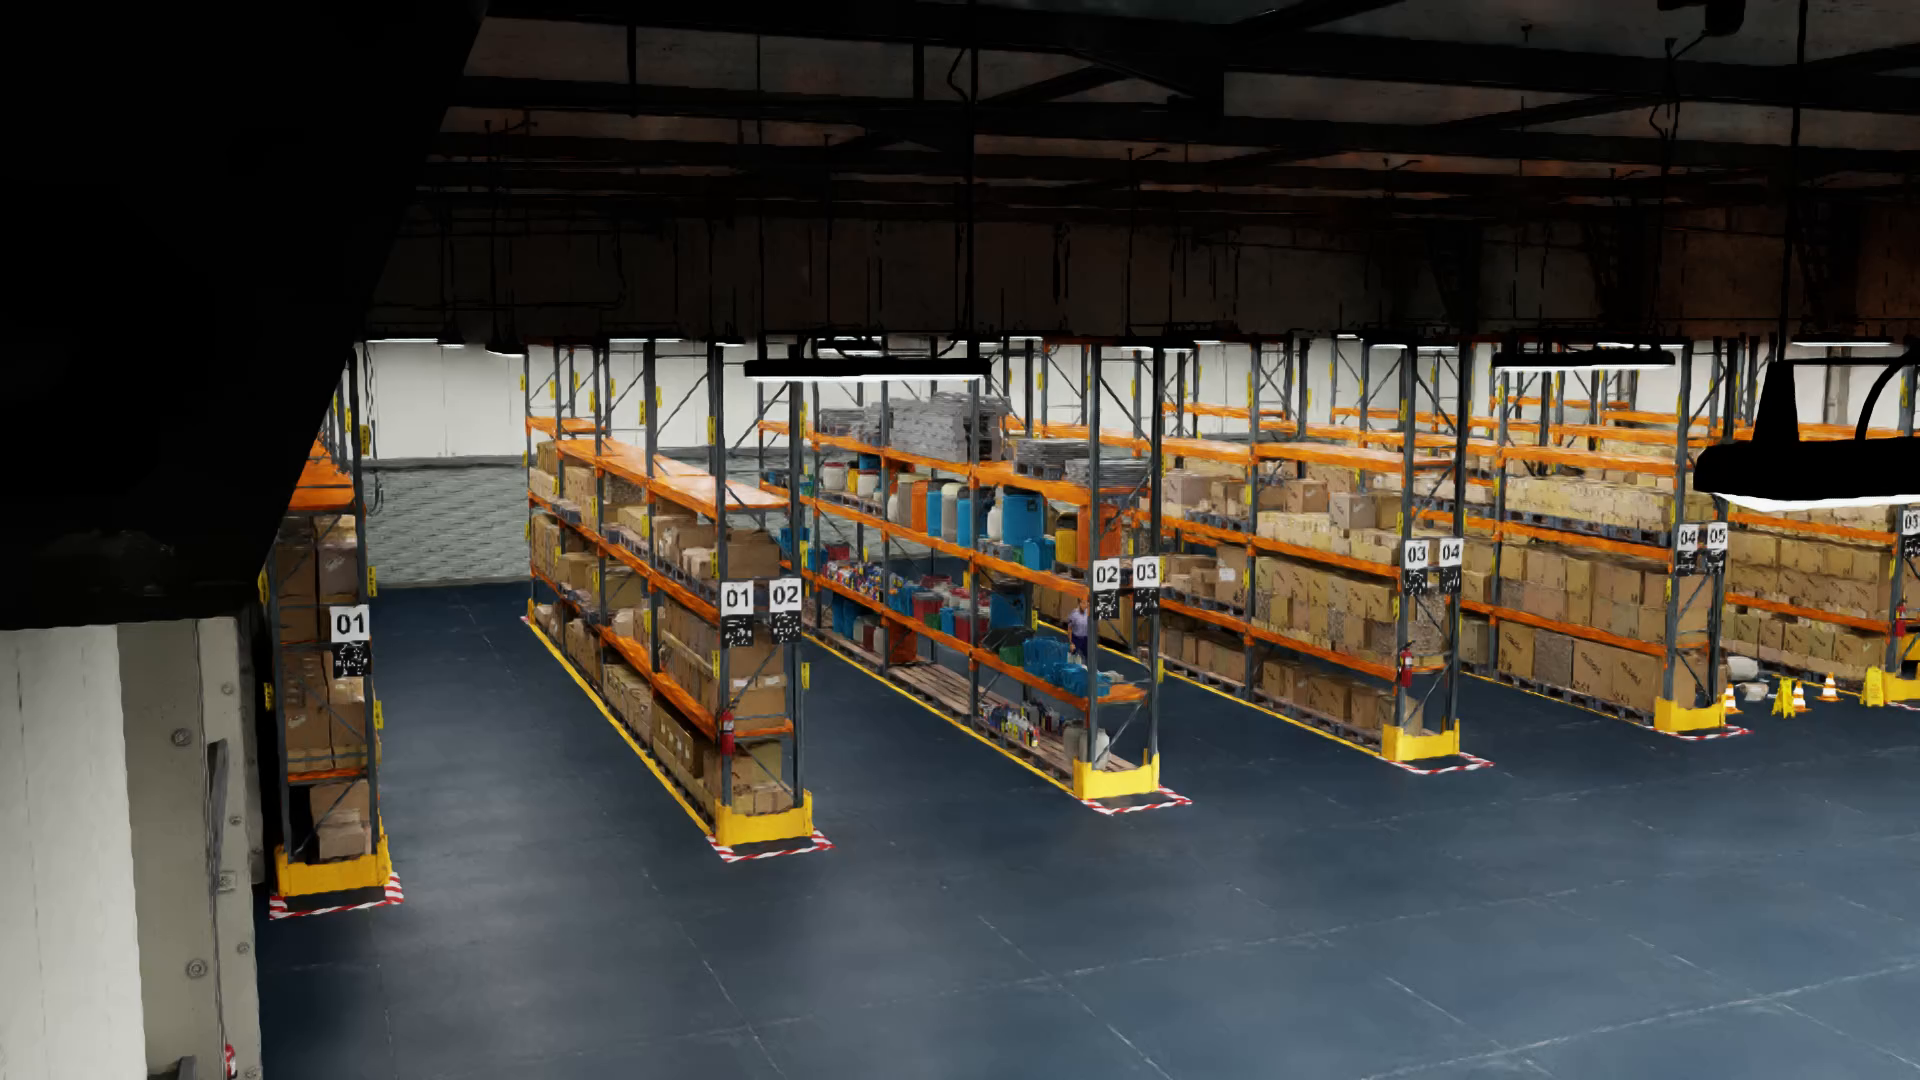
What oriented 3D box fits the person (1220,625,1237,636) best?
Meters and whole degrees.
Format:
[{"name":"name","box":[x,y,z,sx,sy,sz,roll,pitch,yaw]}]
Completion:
[{"name":"person","box":[5.205,1.200,31.855,0.442,1.787,0.693,-5,9,-35]}]

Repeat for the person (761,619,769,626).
[{"name":"person","box":[-4.203,0.942,34.522,0.637,1.627,0.789,-2,8,-17]}]

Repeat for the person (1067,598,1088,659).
[{"name":"person","box":[2.067,1.729,28.717,0.481,1.565,1.091,-3,8,-24]}]
